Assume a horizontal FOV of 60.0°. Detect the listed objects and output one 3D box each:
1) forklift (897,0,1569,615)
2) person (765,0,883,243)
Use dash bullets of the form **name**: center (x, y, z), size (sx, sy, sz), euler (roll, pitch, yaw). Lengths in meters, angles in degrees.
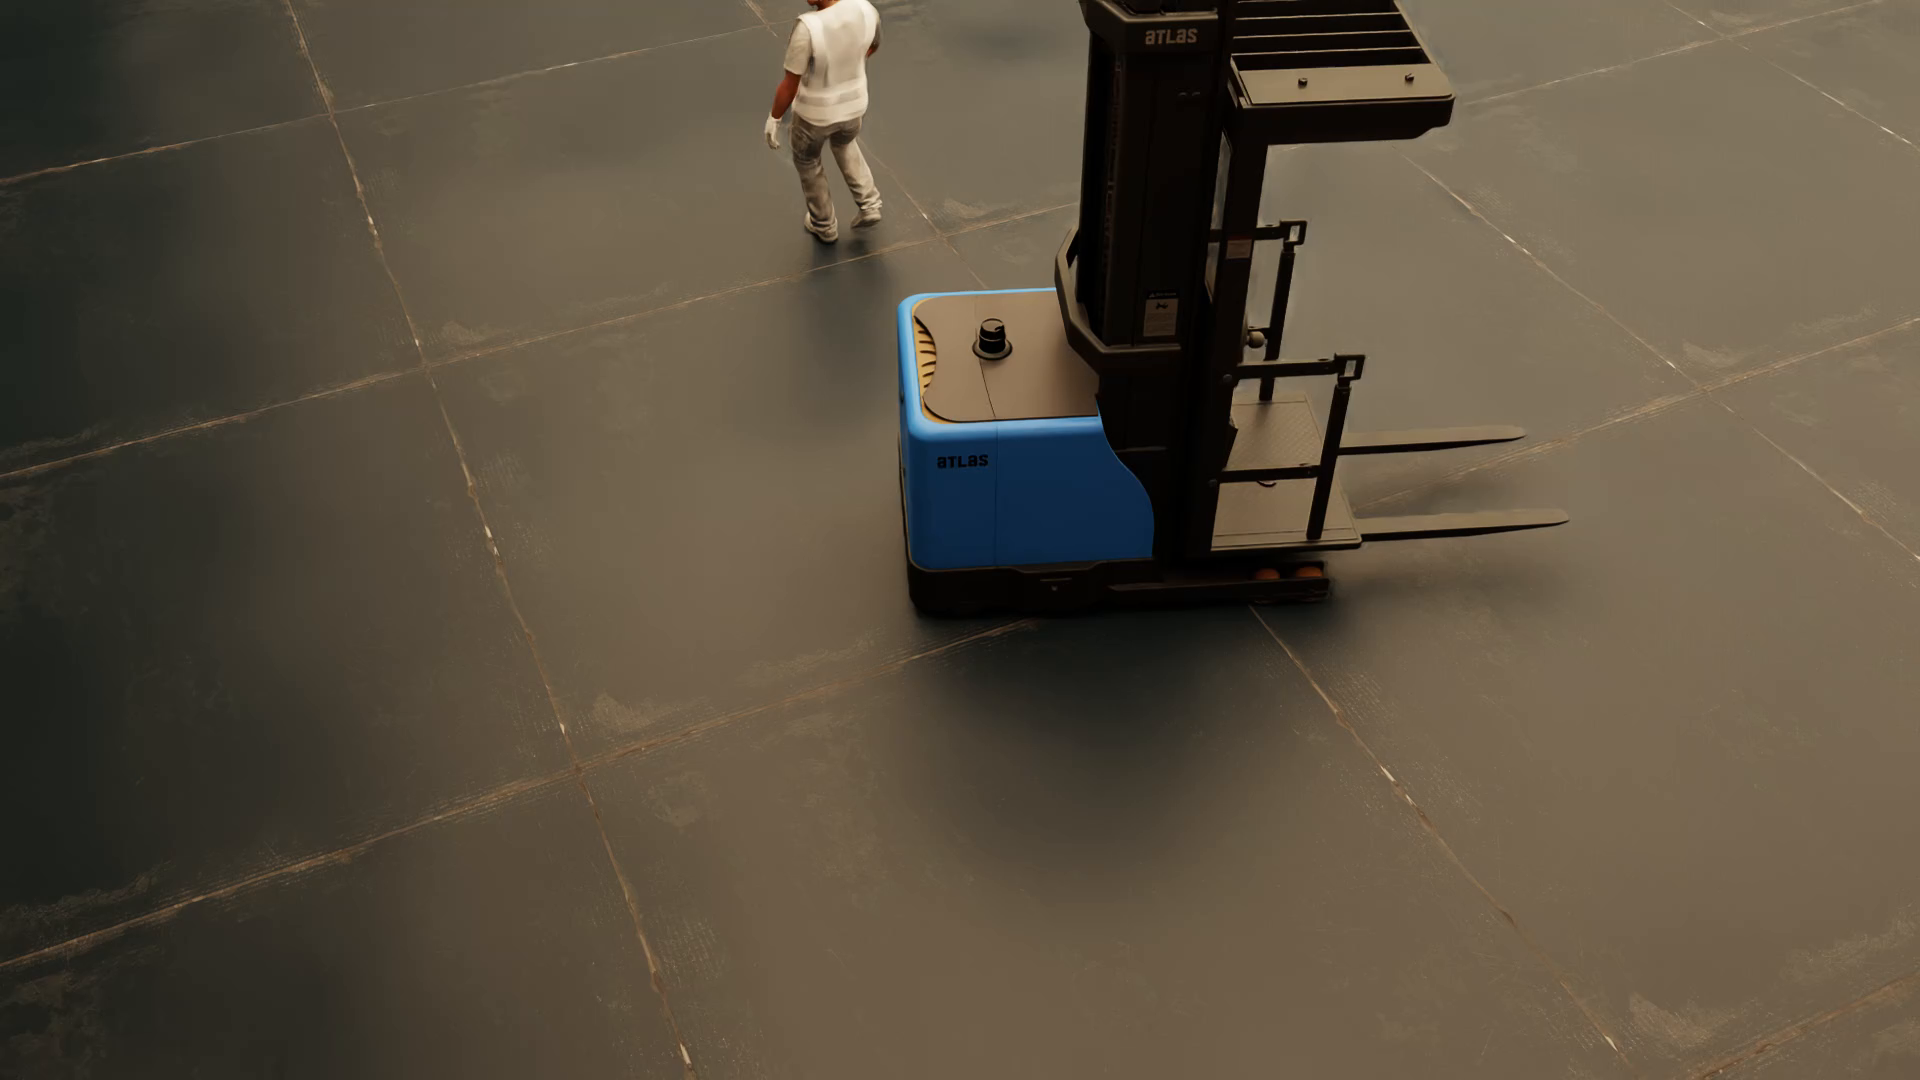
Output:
- **forklift**: center (1.250, -1.141, 6.903), size (3.031, 2.935, 1.130), euler (-3, 43, -3)
- **person**: center (-0.774, -2.405, 9.133), size (0.775, 1.738, 0.530), euler (-22, 47, -22)
